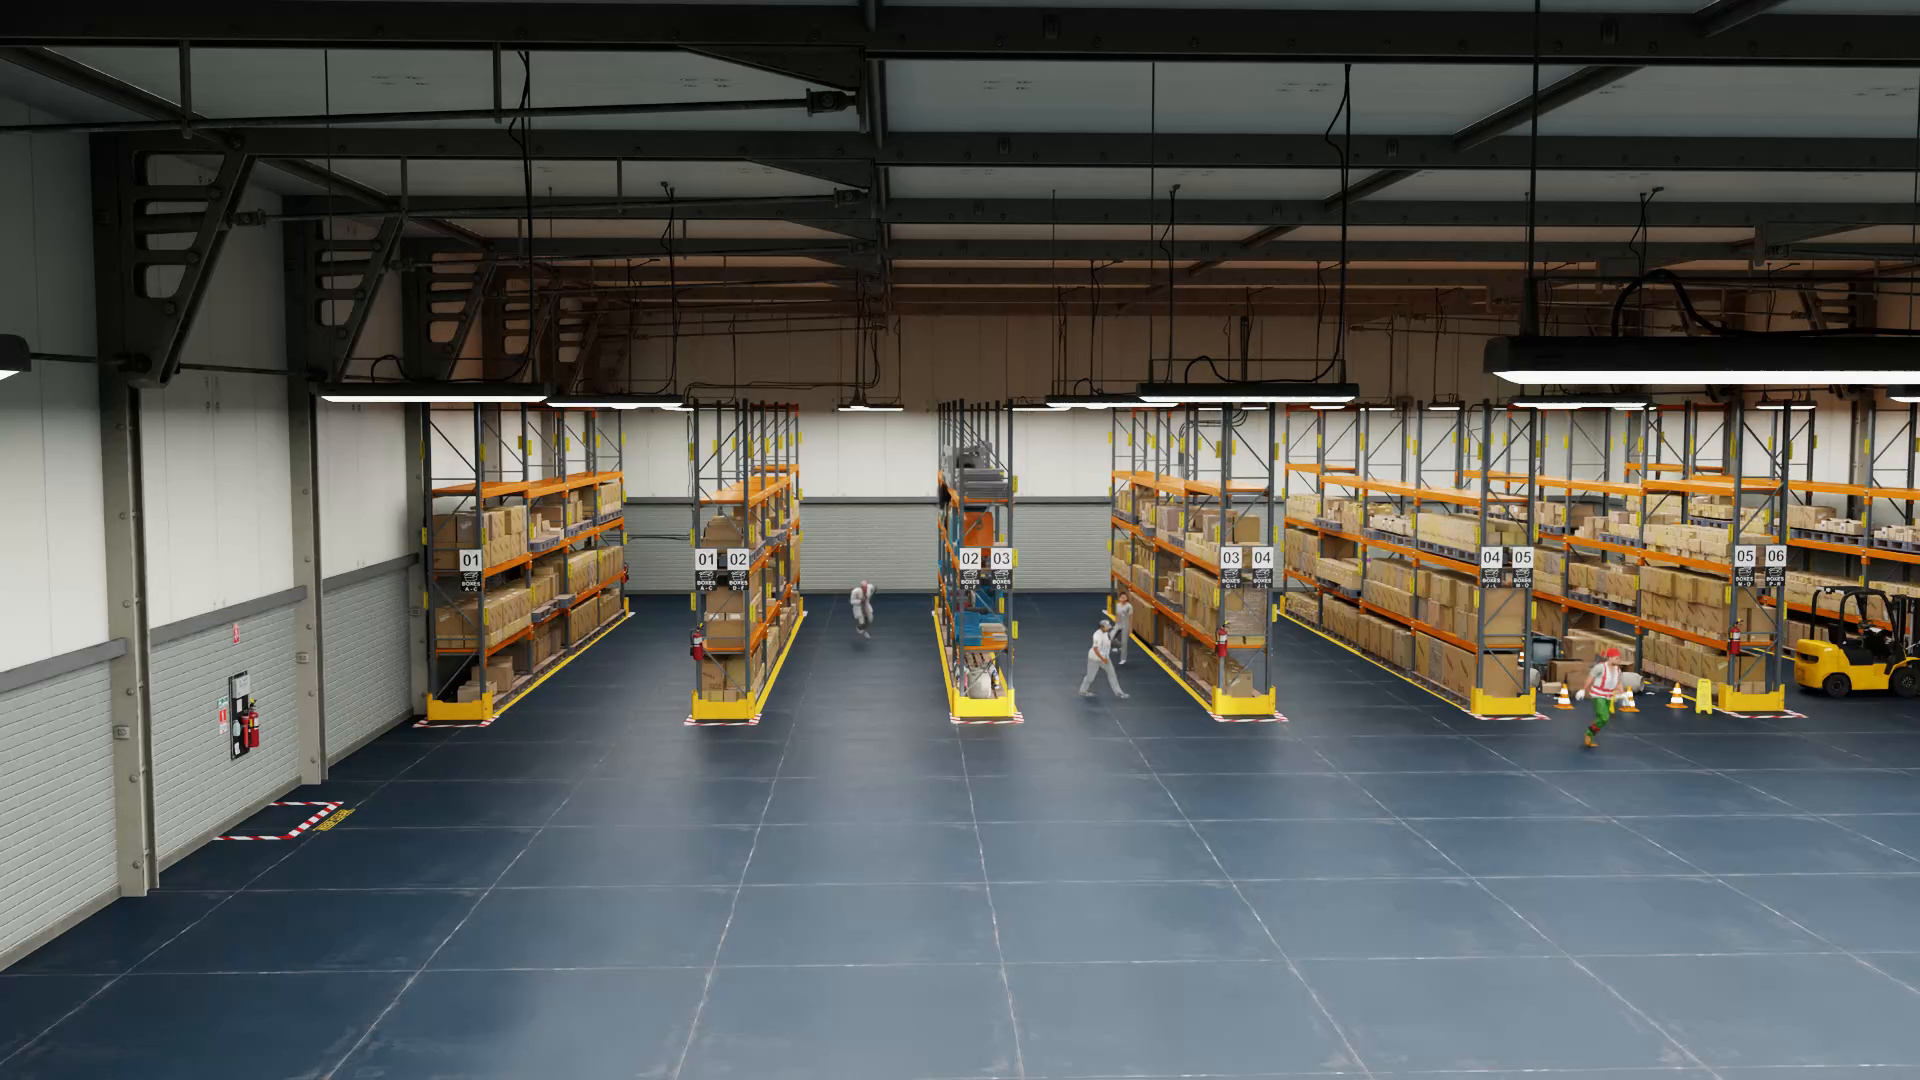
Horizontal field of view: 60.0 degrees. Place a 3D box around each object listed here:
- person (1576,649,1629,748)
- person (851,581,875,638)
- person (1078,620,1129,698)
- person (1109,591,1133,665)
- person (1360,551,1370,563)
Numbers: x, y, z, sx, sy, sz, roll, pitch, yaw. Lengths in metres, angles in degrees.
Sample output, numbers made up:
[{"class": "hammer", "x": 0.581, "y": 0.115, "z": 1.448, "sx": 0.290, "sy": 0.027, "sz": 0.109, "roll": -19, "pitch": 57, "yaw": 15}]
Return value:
[{"class": "person", "x": 10.983, "y": 2.698, "z": 28.375, "sx": 0.631, "sy": 1.722, "sz": 0.698, "roll": -2, "pitch": 5, "yaw": -28}, {"class": "person", "x": -2.386, "y": 1.711, "z": 40.930, "sx": 0.730, "sy": 1.492, "sz": 1.034, "roll": -2, "pitch": 5, "yaw": -24}, {"class": "person", "x": 2.846, "y": 2.380, "z": 33.363, "sx": 1.003, "sy": 1.601, "sz": 0.601, "roll": 4, "pitch": 6, "yaw": 44}, {"class": "person", "x": 3.703, "y": 2.011, "z": 38.058, "sx": 0.577, "sy": 1.698, "sz": 0.523, "roll": 3, "pitch": 5, "yaw": 32}, {"class": "person", "x": 11.938, "y": 1.099, "z": 49.224, "sx": 0.871, "sy": 1.823, "sz": 0.679, "roll": -1, "pitch": 5, "yaw": -19}]
